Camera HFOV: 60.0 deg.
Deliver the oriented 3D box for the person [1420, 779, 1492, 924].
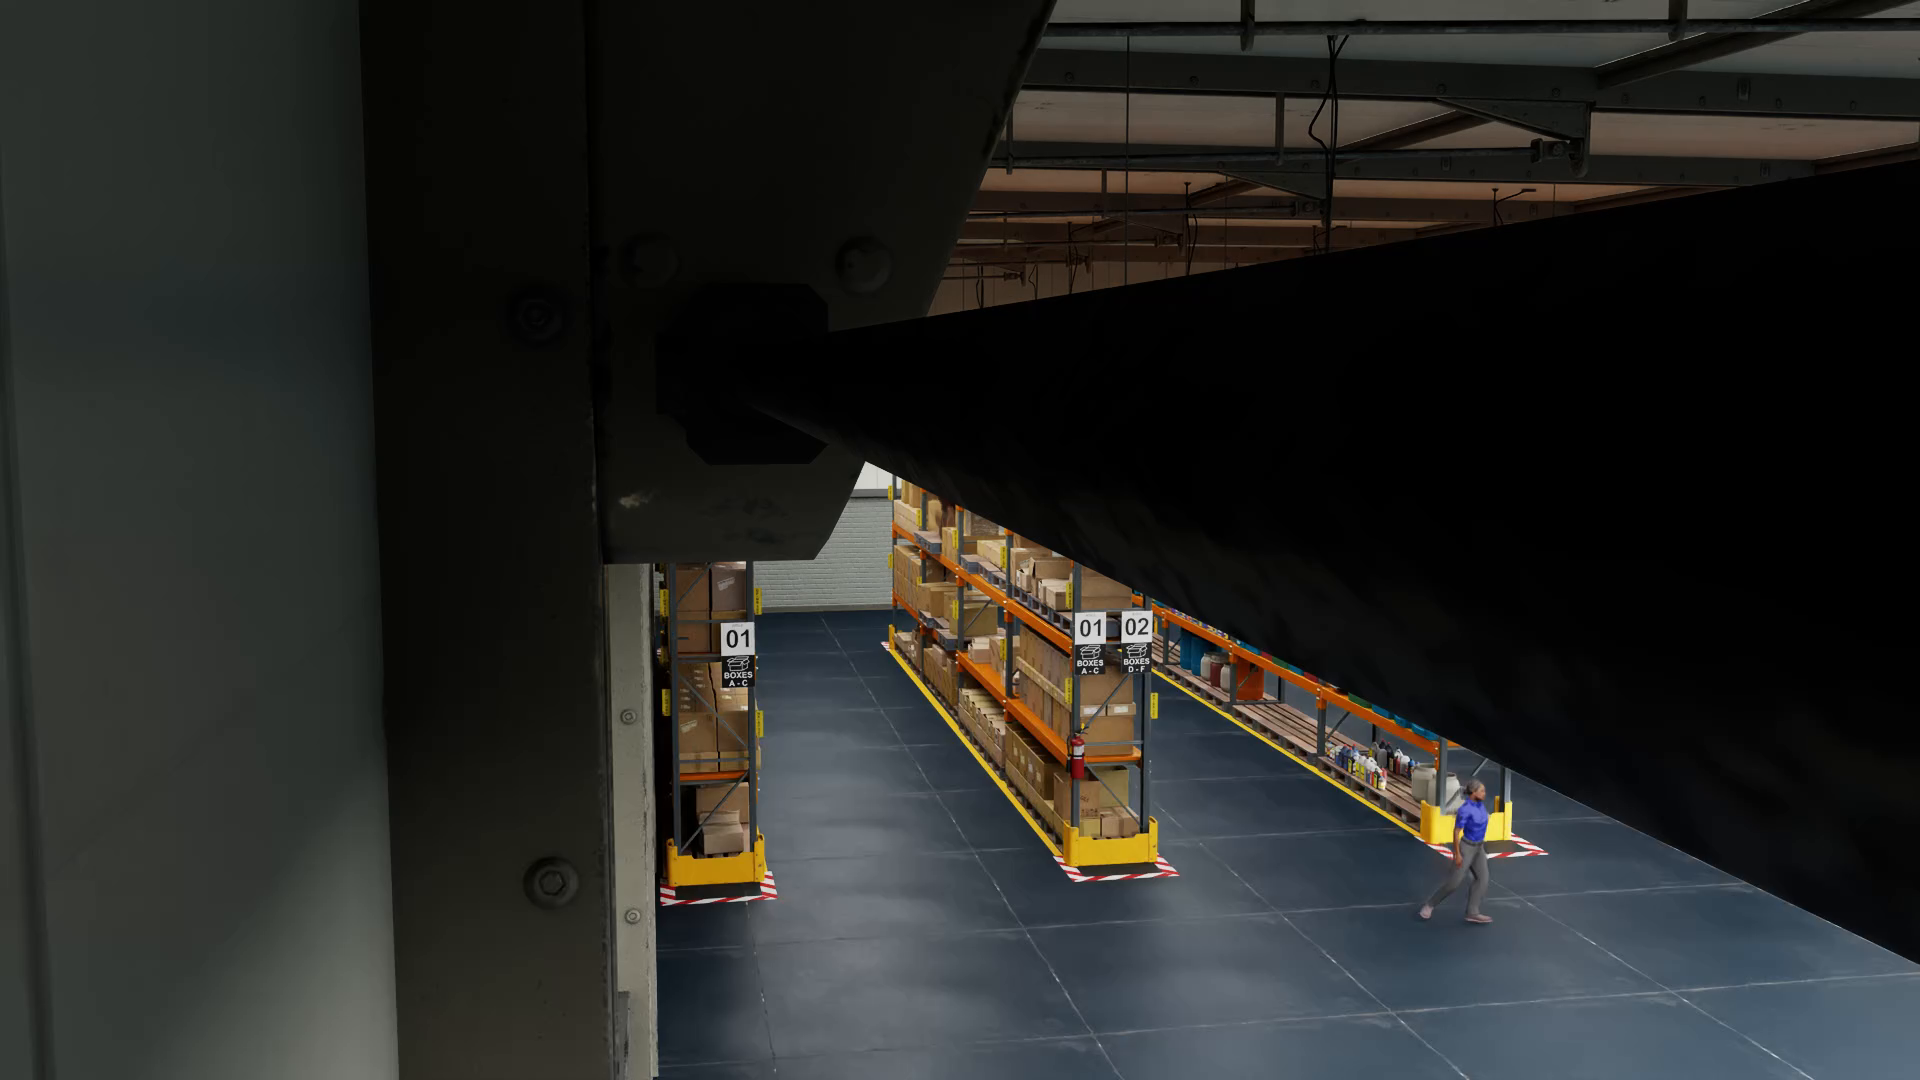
[{"bbox_3d":[5.618,3.503,18.718,0.717,1.615,0.637,-6,9,-43],"label":"person"}]
